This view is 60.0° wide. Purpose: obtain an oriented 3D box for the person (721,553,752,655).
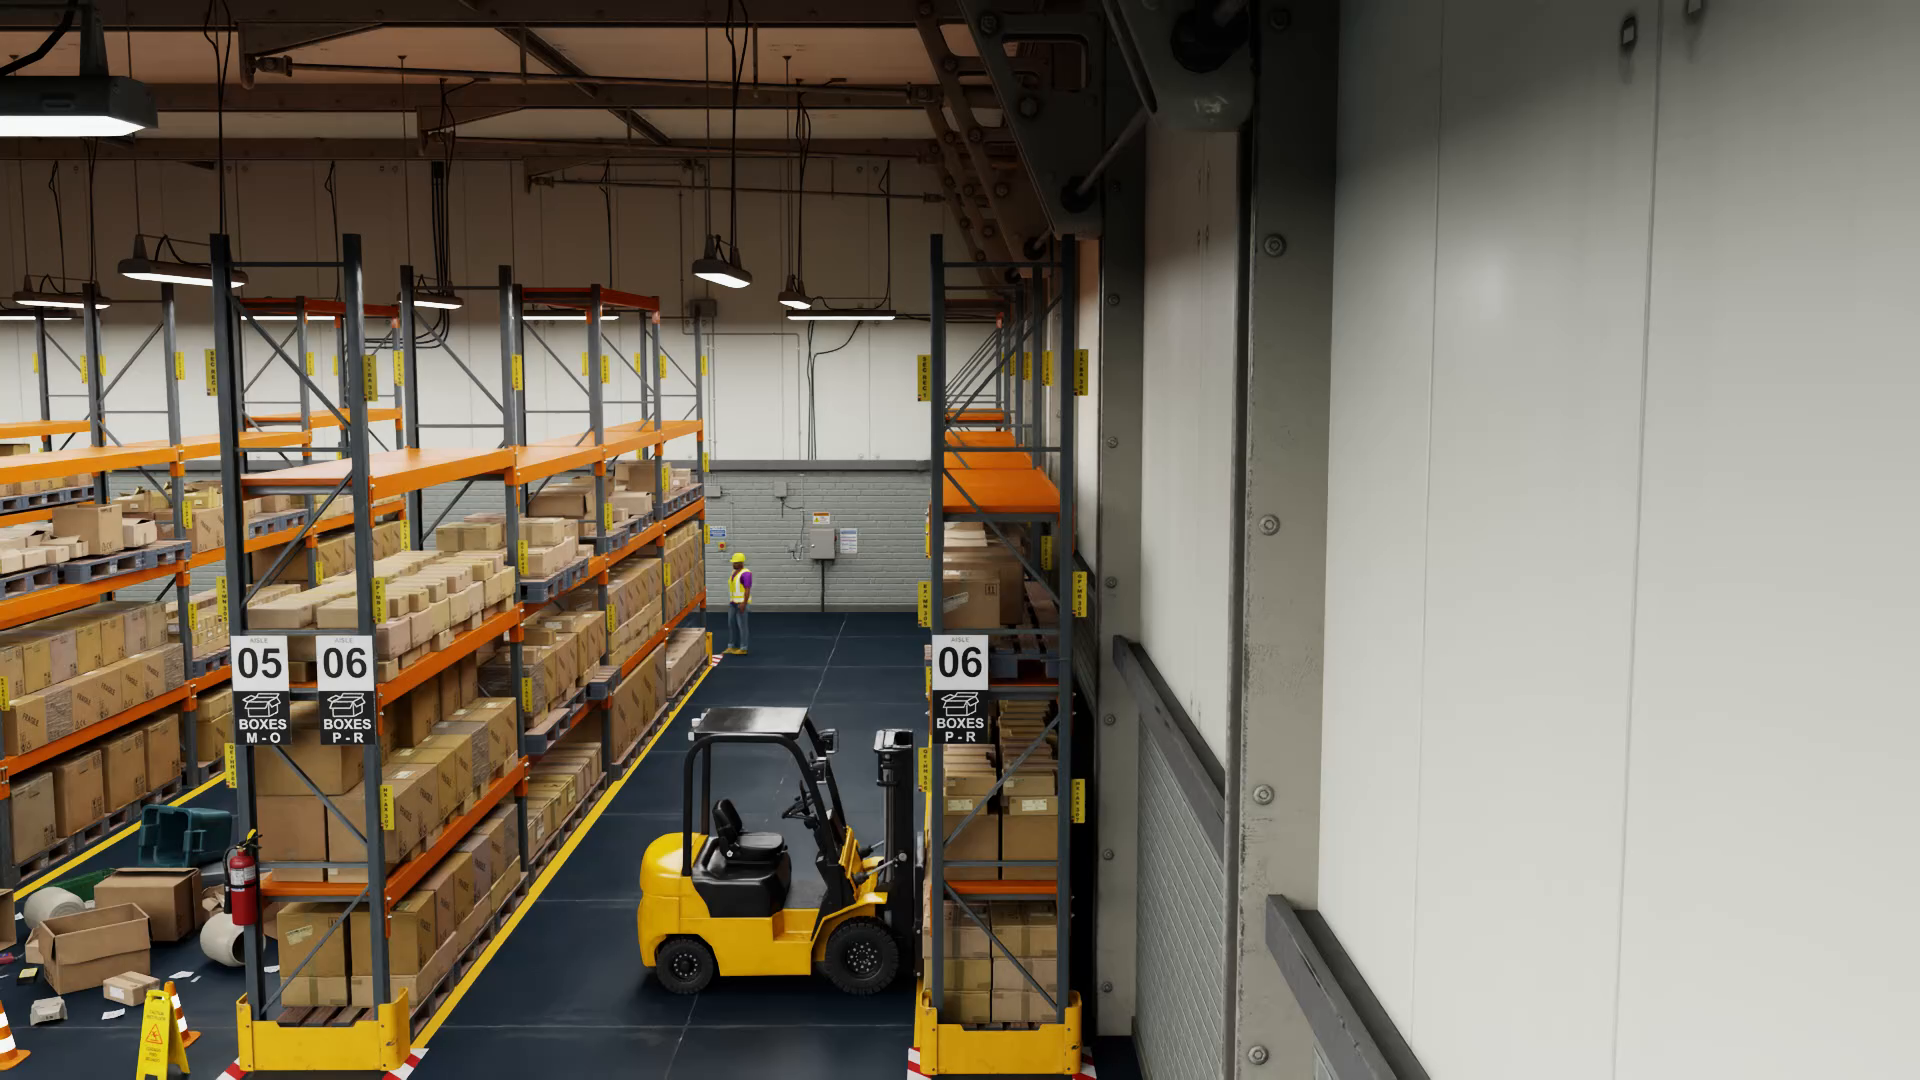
[{"bbox_3d":[-3.860,1.119,28.891,0.412,1.801,0.631,-5,8,-38],"label":"person"}]
